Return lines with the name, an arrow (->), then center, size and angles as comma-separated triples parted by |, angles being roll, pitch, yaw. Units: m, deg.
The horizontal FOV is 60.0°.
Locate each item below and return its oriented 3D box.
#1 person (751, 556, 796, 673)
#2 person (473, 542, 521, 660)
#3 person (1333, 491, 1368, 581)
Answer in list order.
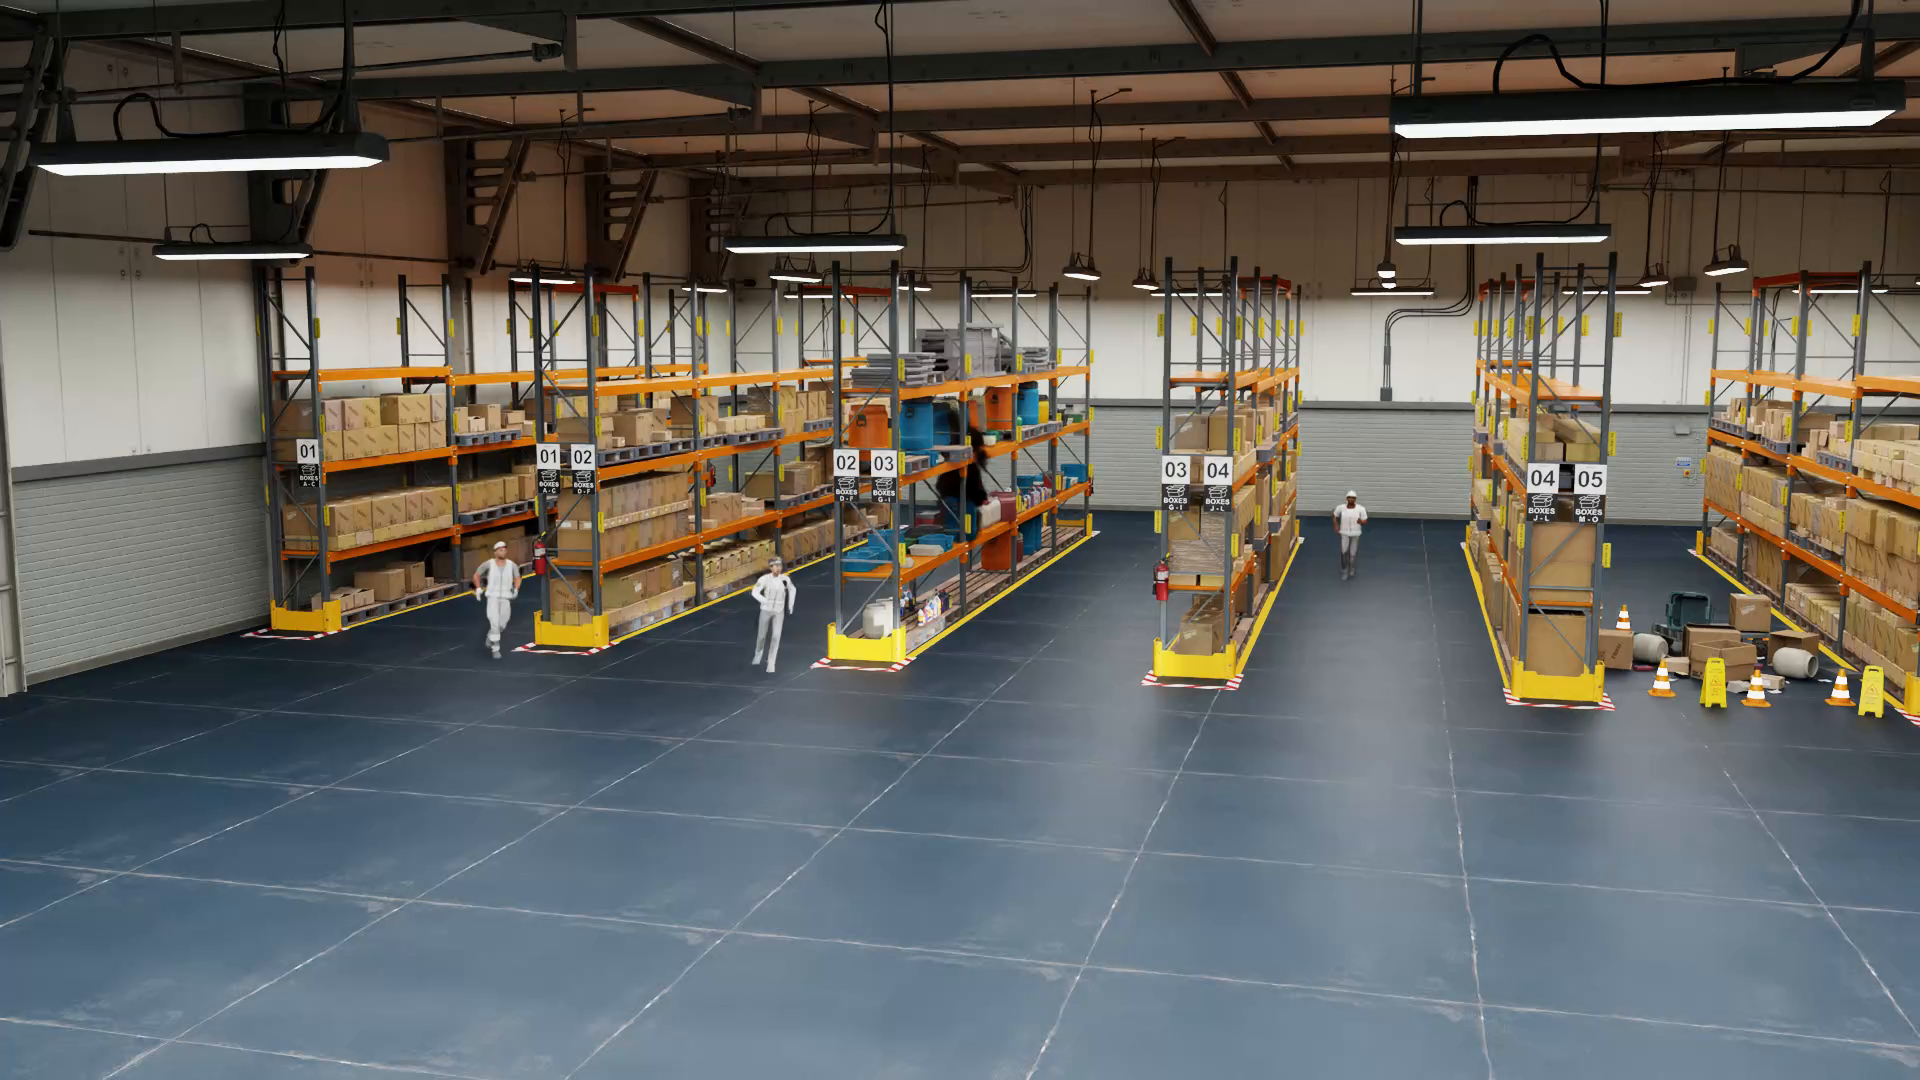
person -> -2.729, 1.060, 24.396 | 0.669, 1.650, 0.858 | -1, 7, -9
person -> -7.083, 0.908, 25.556 | 0.703, 1.761, 0.746 | -4, 8, -27
person -> 7.789, -0.073, 33.230 | 0.675, 1.822, 0.704 | 1, 7, 11
